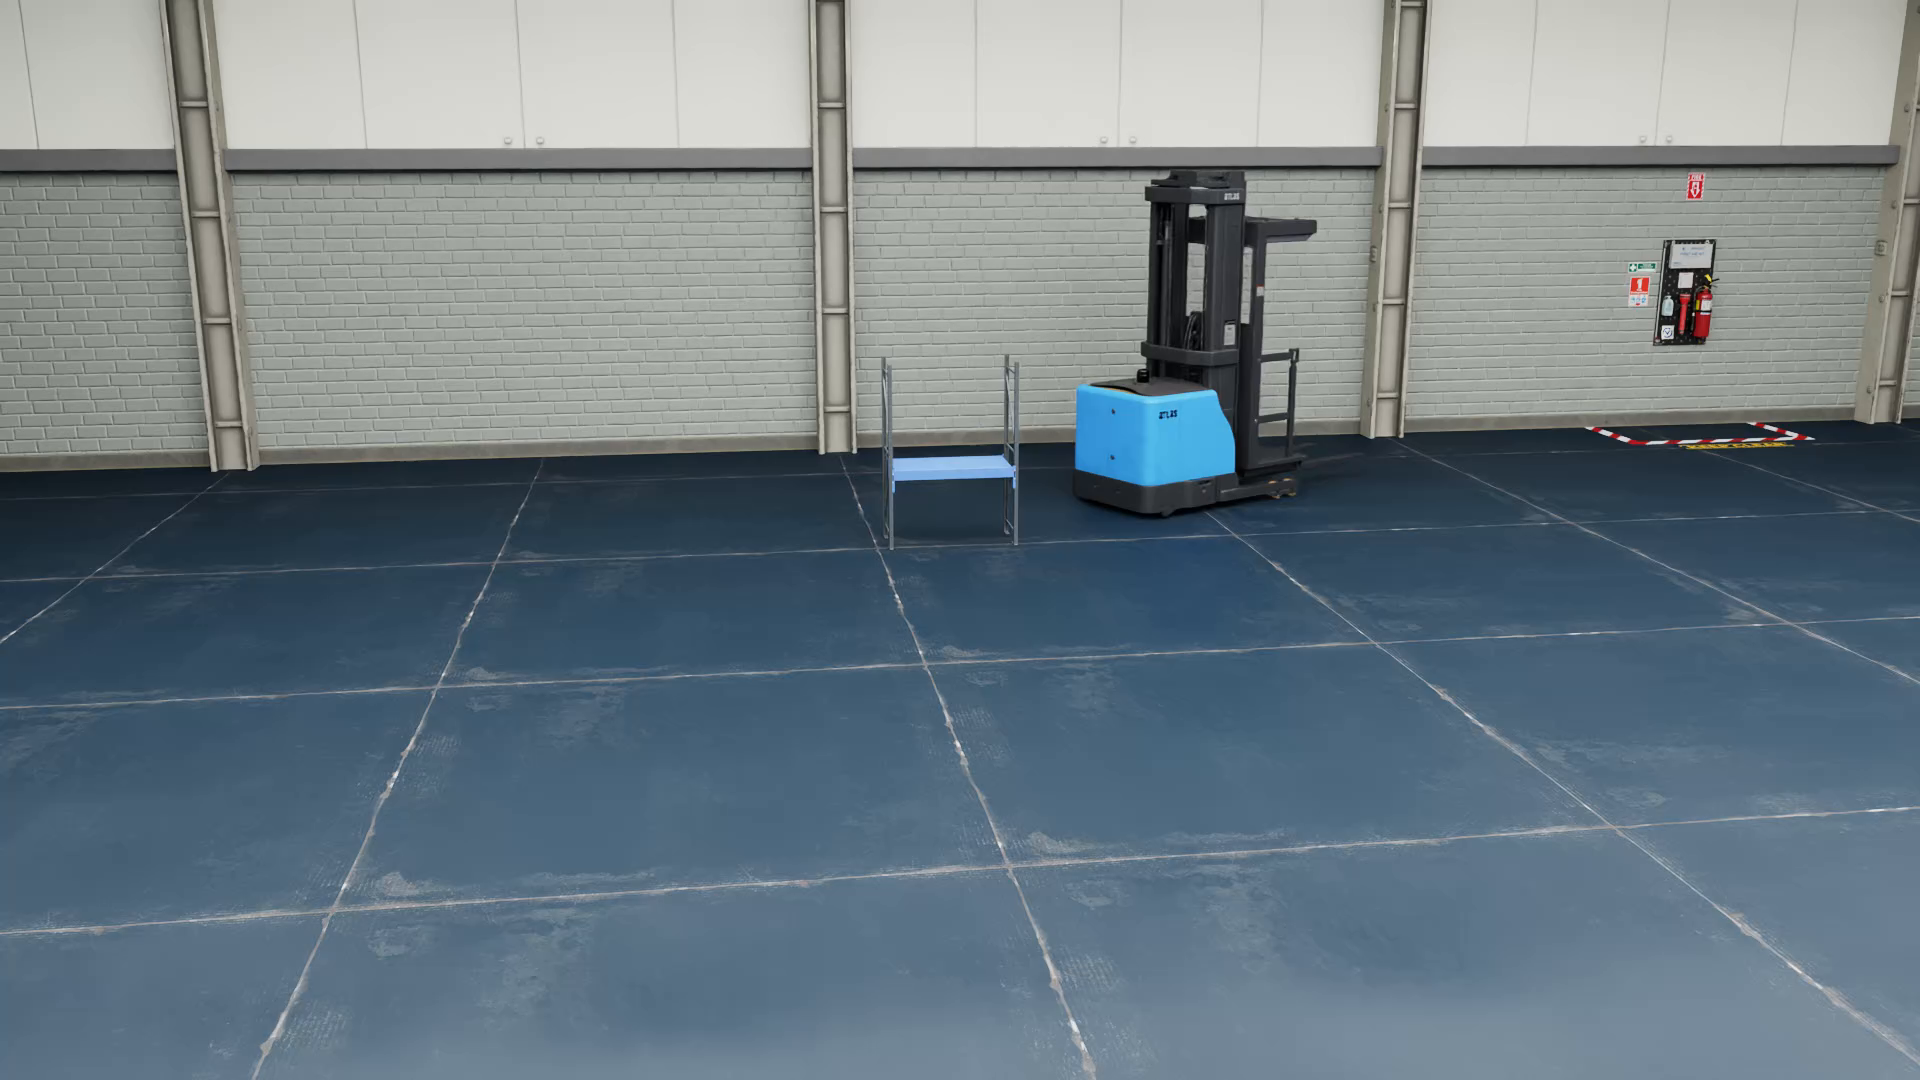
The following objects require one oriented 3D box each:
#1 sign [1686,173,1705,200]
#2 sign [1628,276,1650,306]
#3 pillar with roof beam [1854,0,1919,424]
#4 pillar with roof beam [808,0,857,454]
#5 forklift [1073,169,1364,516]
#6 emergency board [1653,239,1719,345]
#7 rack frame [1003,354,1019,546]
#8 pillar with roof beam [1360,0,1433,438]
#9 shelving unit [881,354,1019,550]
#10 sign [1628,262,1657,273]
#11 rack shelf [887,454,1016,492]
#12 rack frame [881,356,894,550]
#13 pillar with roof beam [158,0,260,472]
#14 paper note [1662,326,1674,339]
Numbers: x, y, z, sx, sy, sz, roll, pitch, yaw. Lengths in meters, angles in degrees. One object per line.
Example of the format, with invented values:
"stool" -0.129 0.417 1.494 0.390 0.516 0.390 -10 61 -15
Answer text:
"sign" 8.104 -3.895 18.319 0.199 0.298 0.001 -2 14 -8
"sign" 7.565 -2.769 18.522 0.234 0.329 0.001 -2 14 -8
"pillar with roof beam" 11.218 -4.701 13.969 0.400 9.000 9.100 -2 14 -8
"pillar with roof beam" -0.649 -4.266 12.235 0.400 9.000 9.100 -2 14 -8
"forklift" 2.513 -1.889 15.230 3.031 2.935 1.130 -10 17 -35
"emergency board" 8.127 -2.747 18.507 0.643 1.169 0.194 -2 14 -8
"rack frame" 0.418 -0.743 13.601 0.032 1.500 0.500 -2 14 -8
"pillar with roof beam" 5.284 -4.484 13.102 0.400 9.000 9.100 -2 14 -8
"shelving unit" -0.084 -0.724 13.527 1.048 1.500 0.538 -2 14 -8
"sign" 7.571 -3.024 18.449 0.331 0.109 0.001 -2 14 -8
"rack shelf" -0.084 -0.550 13.571 1.000 0.185 0.538 -2 14 -8
"rack frame" -0.587 -0.706 13.454 0.032 1.500 0.500 -2 14 -8
"pillar with roof beam" -6.582 -4.049 11.368 0.400 9.000 9.100 -2 14 -8
"paper note" 7.942 -2.329 18.655 0.142 0.148 0.016 -2 14 -8
